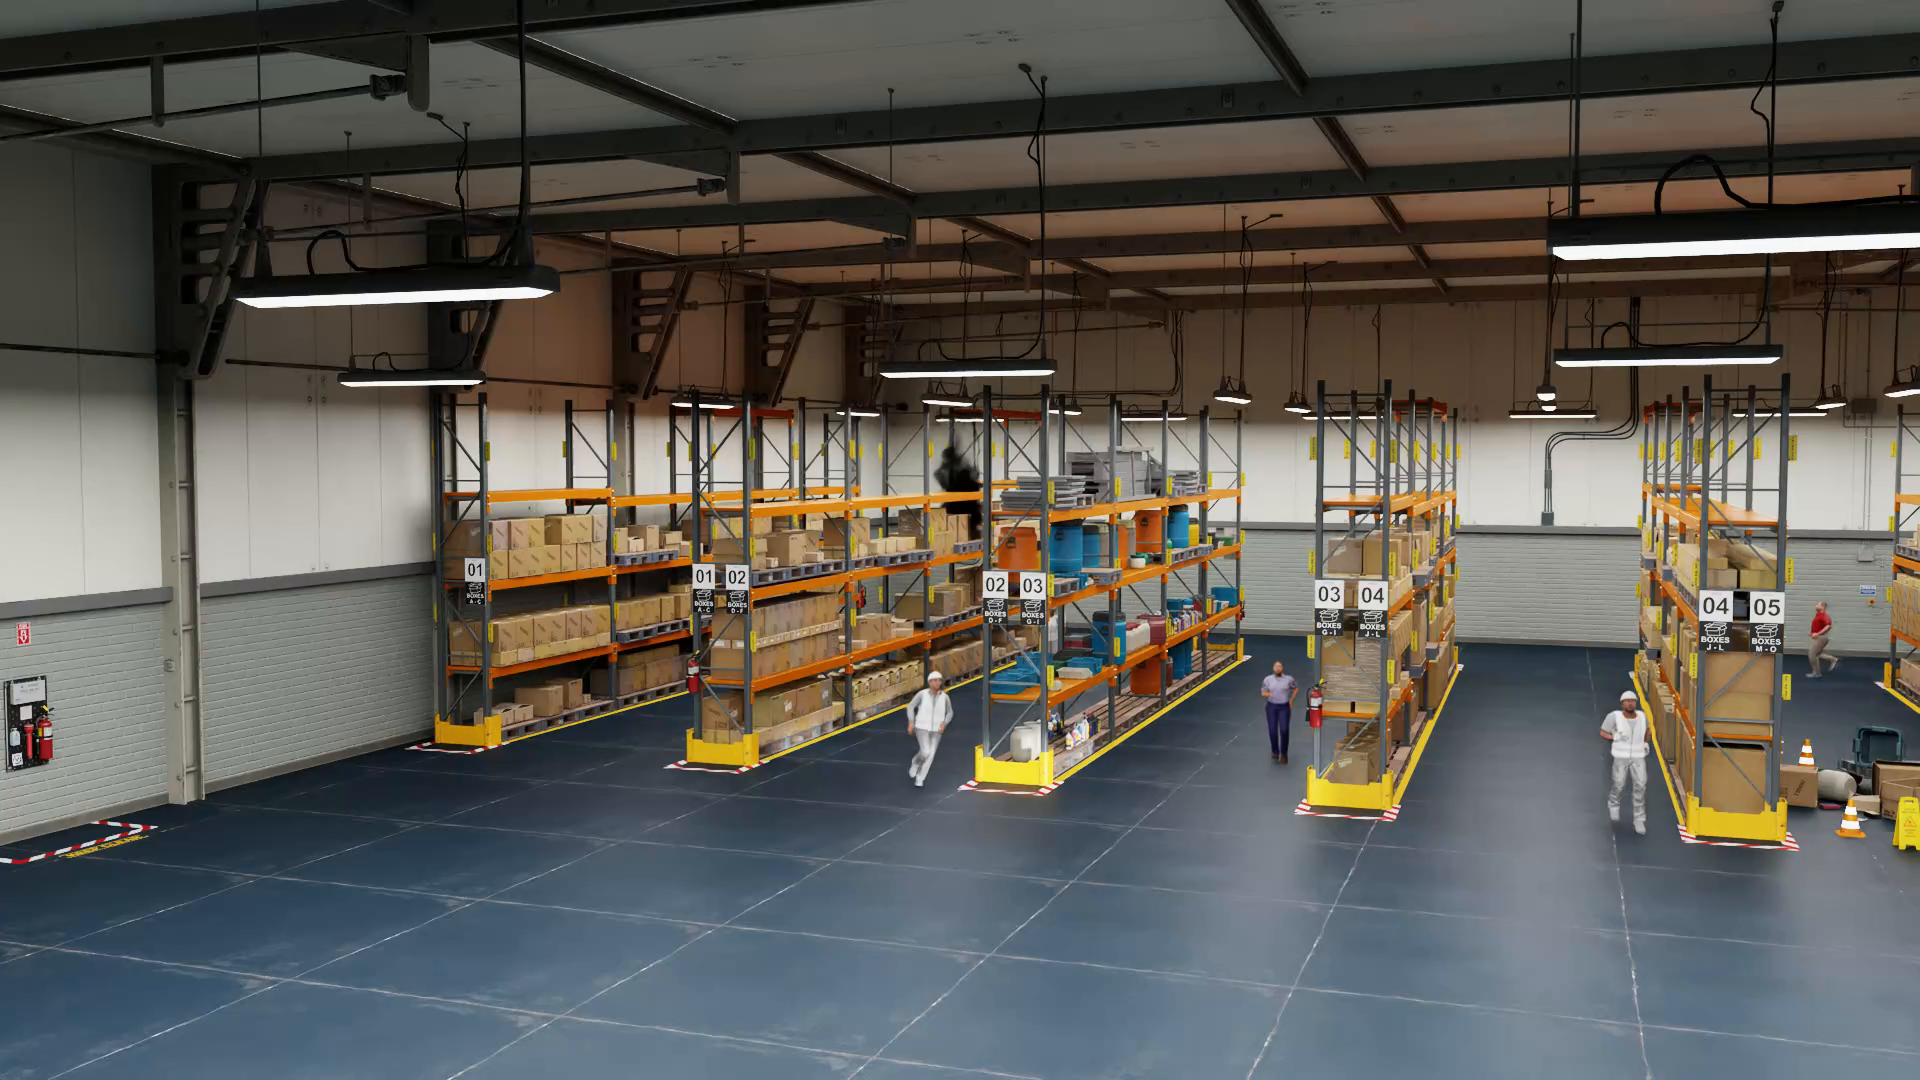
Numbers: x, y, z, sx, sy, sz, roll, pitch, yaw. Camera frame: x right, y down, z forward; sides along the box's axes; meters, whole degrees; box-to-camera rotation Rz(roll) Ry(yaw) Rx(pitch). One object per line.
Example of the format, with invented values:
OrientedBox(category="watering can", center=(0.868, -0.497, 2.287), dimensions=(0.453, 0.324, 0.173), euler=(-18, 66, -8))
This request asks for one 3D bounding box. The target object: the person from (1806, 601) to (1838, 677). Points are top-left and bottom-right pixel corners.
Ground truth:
OrientedBox(category="person", center=(19.128, 2.212, 36.874), dimensions=(0.639, 1.687, 0.673), euler=(1, 3, 20))

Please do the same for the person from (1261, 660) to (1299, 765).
OrientedBox(category="person", center=(5.118, 2.775, 26.705), dimensions=(0.583, 1.675, 0.660), euler=(1, 3, 16))

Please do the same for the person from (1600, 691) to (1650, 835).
OrientedBox(category="person", center=(8.861, 2.919, 22.105), dimensions=(0.680, 1.830, 0.828), euler=(1, 3, 9))

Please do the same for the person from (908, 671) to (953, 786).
OrientedBox(category="person", center=(-0.421, 2.826, 24.887), dimensions=(0.684, 1.700, 0.534), euler=(-1, 3, -14))

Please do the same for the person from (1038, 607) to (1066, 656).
OrientedBox(category="person", center=(1.998, 2.233, 36.451), dimensions=(0.567, 1.728, 0.709), euler=(1, 3, 12))
